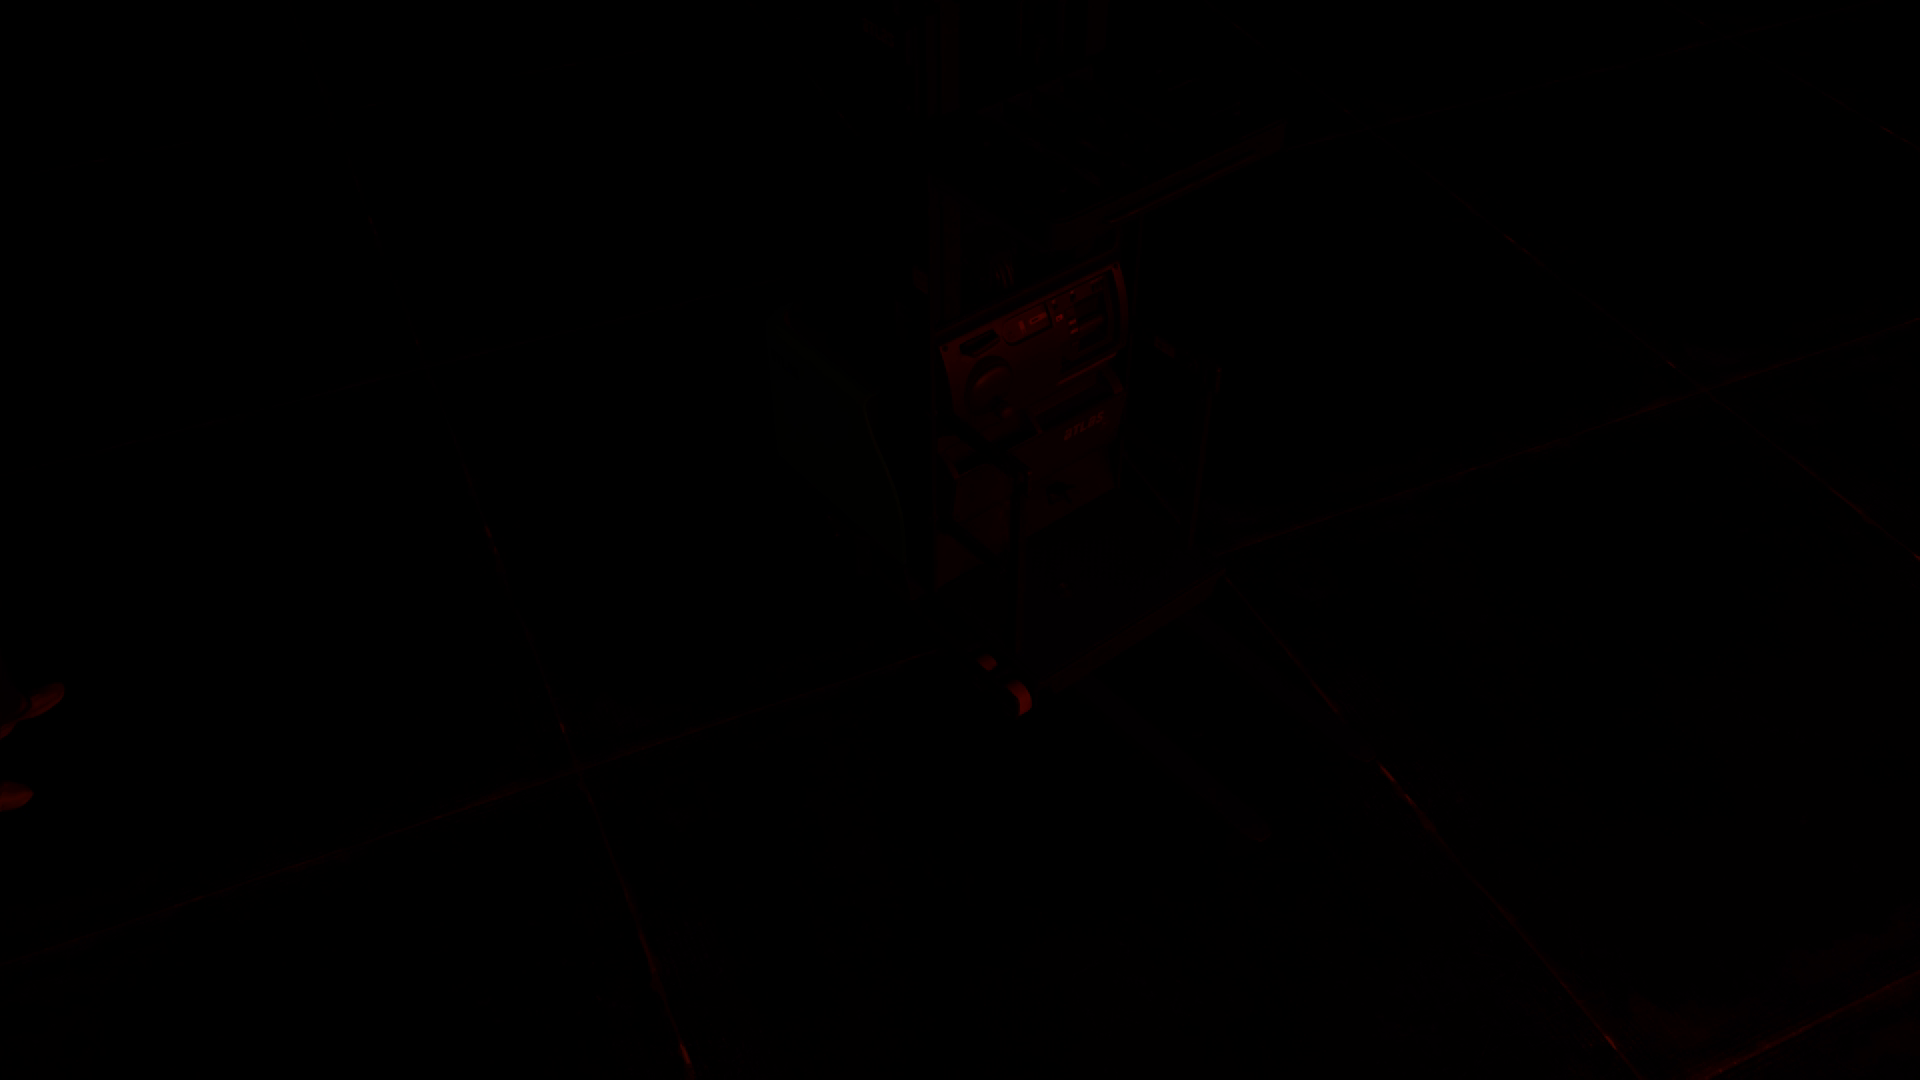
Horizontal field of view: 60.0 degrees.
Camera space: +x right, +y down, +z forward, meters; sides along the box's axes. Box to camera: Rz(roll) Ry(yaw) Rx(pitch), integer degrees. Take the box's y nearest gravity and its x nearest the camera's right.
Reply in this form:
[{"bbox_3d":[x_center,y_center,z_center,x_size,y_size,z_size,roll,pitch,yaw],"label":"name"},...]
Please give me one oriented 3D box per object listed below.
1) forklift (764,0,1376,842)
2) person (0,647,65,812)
[{"bbox_3d":[0.437,-0.713,6.444,1.130,2.935,3.031,-29,50,-28],"label":"forklift"},{"bbox_3d":[-3.921,0.325,6.203,0.425,1.749,0.889,-10,44,-11],"label":"person"}]
